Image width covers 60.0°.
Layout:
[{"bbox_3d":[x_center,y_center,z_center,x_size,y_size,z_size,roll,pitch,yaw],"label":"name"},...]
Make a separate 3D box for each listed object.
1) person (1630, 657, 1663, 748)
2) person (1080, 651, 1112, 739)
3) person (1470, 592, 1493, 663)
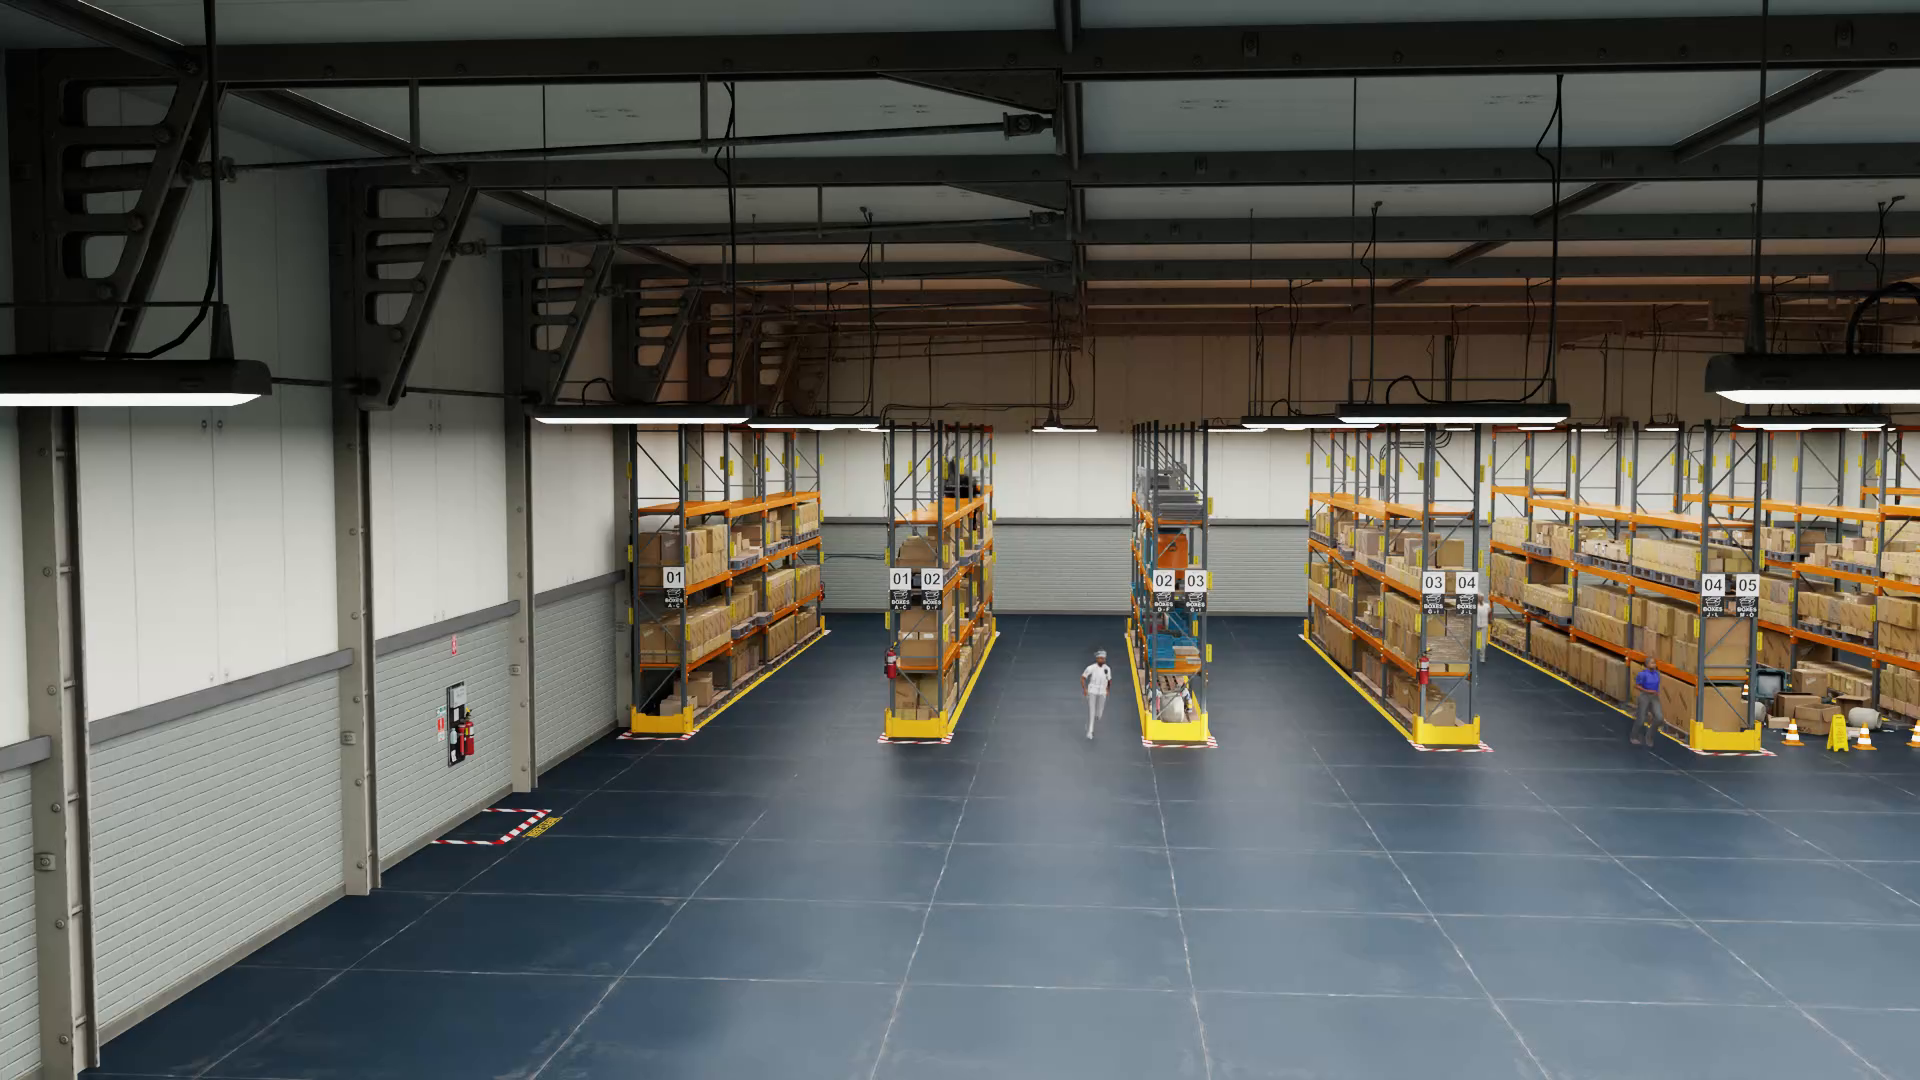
[{"bbox_3d":[12.632,2.980,30.478,0.582,1.675,0.639,-1,4,-13],"label":"person"},{"bbox_3d":[2.596,2.921,31.617,0.613,1.659,0.588,-1,4,-10],"label":"person"},{"bbox_3d":[13.117,2.182,41.990,0.706,1.751,0.940,0,4,4],"label":"person"}]
